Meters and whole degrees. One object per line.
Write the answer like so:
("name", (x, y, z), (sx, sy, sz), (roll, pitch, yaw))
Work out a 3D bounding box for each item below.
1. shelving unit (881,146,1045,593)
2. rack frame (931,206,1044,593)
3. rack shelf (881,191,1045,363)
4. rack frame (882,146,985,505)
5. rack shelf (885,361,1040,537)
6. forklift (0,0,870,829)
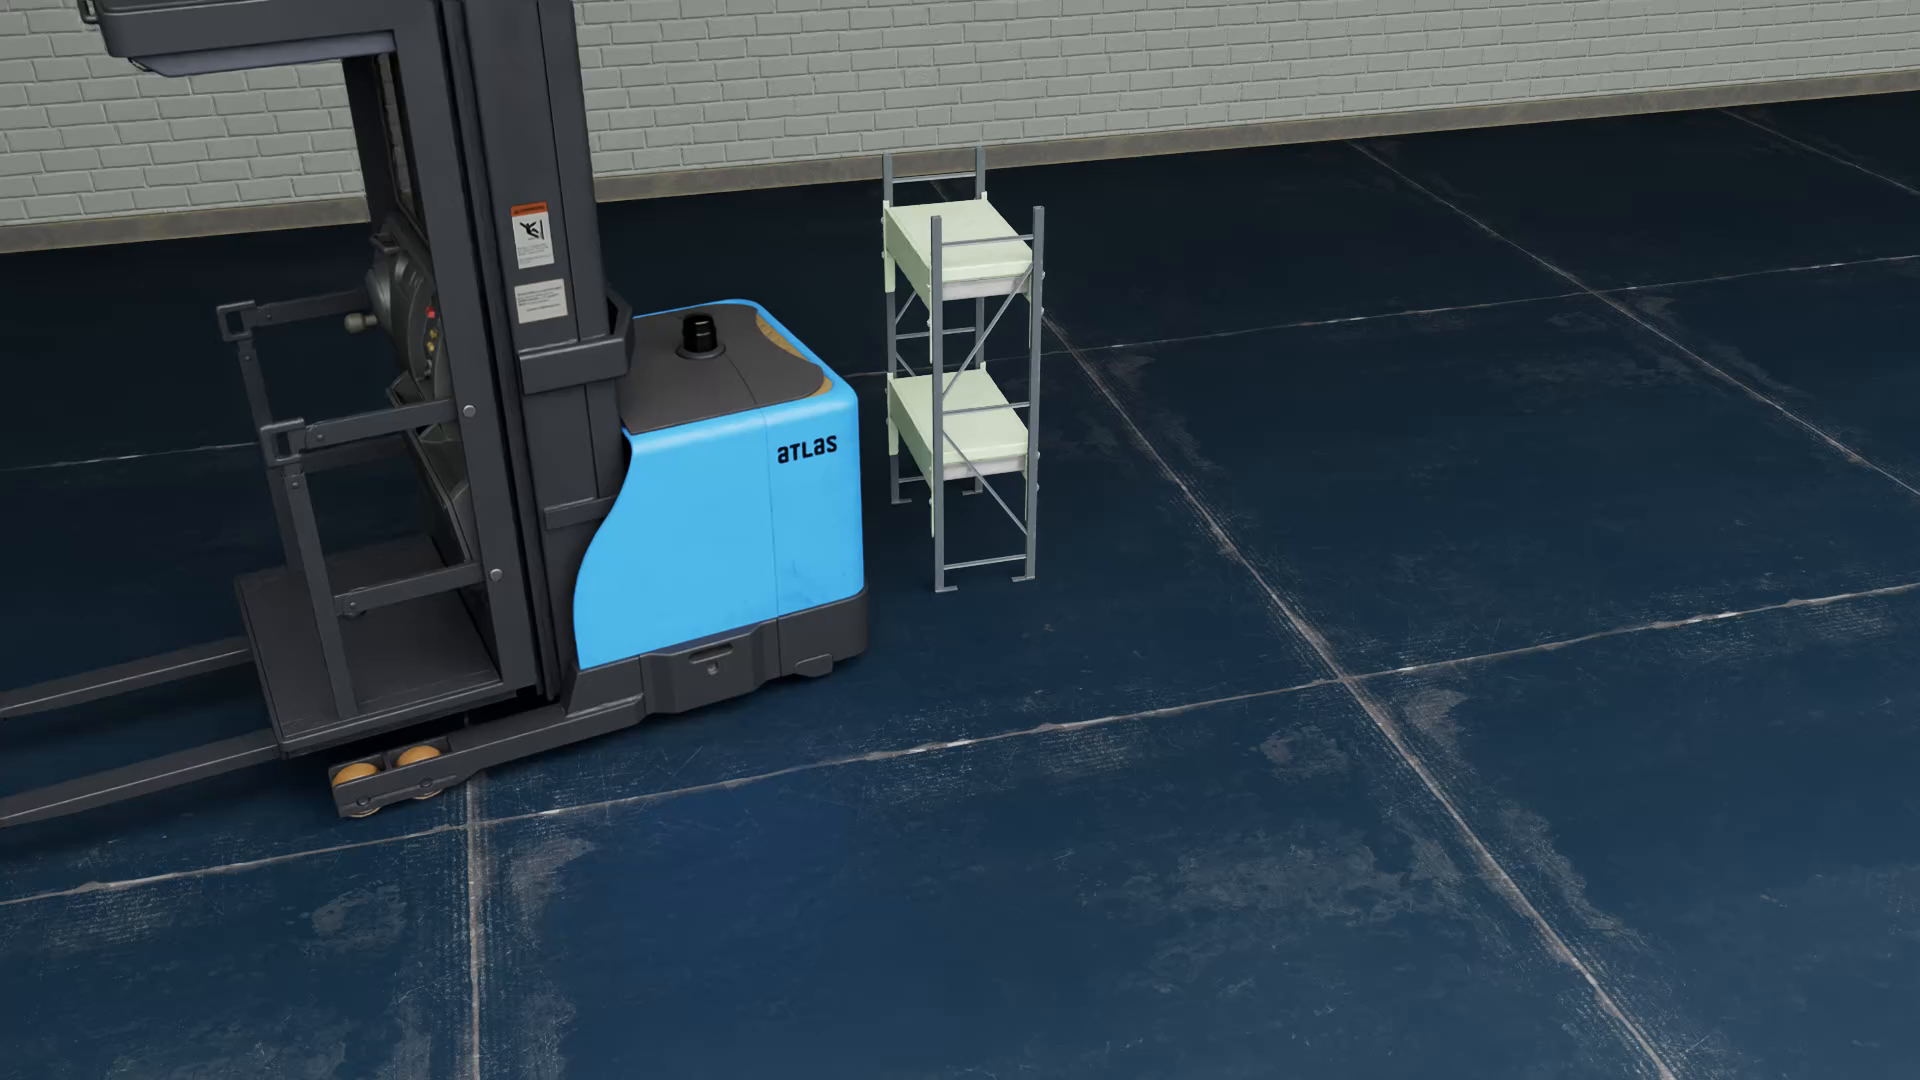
("shelving unit", (-0.002, -0.652, 6.380), (0.431, 1.500, 0.755), (-8, 31, -13))
("rack frame", (0.095, -0.476, 6.074), (0.400, 1.500, 0.023), (-8, 31, -13))
("rack shelf", (-0.002, -0.990, 6.184), (0.431, 0.370, 0.720), (-8, 31, -13))
("rack frame", (-0.099, -0.829, 6.685), (0.400, 1.500, 0.023), (-8, 31, -13))
("rack shelf", (-0.002, -0.370, 6.543), (0.431, 0.370, 0.720), (-8, 31, -13))
("forklift", (-1.871, -0.698, 5.031), (3.031, 2.935, 1.130), (-15, 33, -24))
